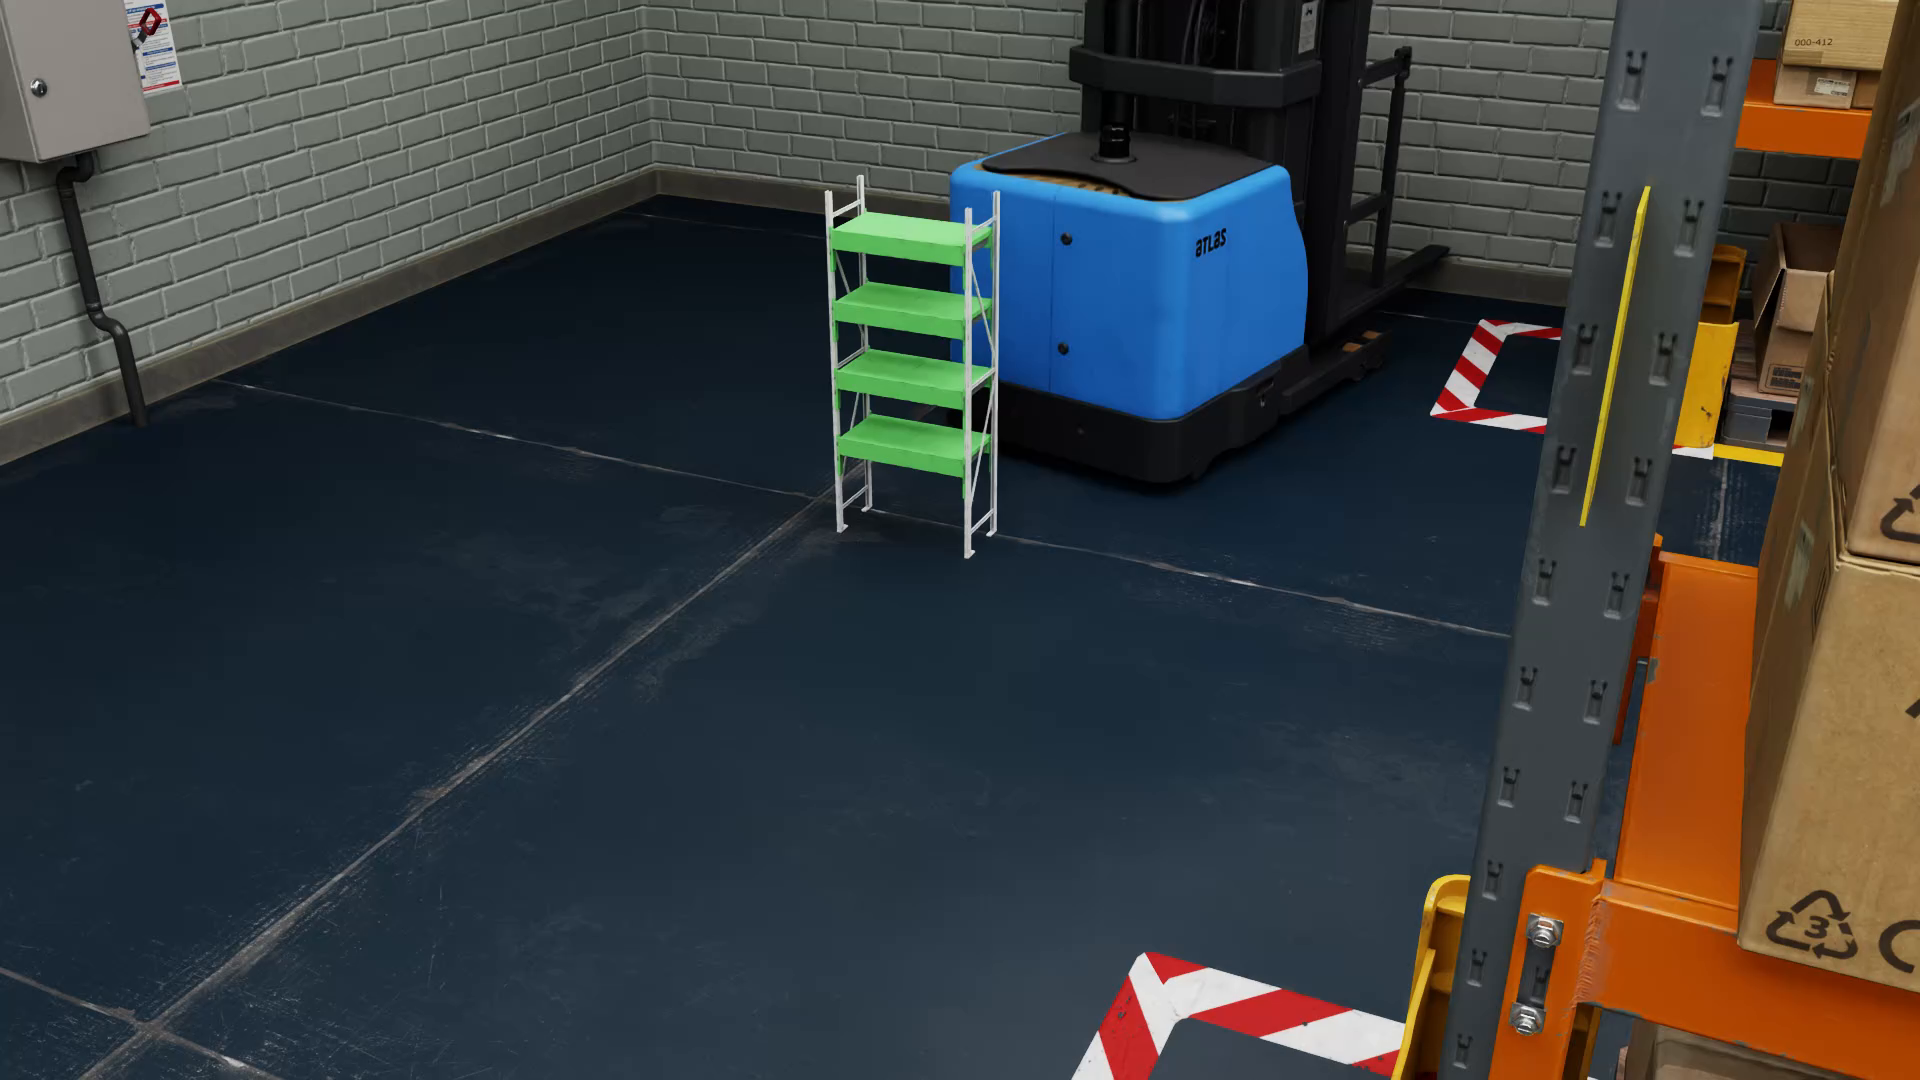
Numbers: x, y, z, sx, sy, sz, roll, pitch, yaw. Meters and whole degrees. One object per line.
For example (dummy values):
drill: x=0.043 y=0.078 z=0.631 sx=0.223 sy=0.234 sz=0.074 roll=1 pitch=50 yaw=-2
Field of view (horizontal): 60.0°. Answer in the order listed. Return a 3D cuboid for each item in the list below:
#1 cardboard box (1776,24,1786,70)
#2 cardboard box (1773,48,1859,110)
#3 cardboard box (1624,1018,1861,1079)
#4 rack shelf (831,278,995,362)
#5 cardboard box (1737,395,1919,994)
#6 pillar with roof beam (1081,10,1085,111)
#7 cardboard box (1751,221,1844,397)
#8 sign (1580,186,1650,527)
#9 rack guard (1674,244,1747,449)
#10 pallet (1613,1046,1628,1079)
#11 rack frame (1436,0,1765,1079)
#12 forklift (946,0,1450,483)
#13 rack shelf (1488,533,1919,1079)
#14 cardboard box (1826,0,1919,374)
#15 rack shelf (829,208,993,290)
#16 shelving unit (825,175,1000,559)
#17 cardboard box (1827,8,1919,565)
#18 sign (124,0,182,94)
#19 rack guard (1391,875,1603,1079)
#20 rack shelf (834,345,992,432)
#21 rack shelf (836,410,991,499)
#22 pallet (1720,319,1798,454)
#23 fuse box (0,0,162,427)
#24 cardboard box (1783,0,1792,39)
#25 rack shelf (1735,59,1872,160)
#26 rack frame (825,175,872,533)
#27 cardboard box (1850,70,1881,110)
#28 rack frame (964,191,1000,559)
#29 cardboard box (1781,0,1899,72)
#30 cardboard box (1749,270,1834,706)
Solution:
cardboard box: x=3.347 y=-1.907 z=6.512 sx=0.250 sy=0.149 sz=0.380 roll=11 pitch=28 yaw=21
cardboard box: x=3.120 y=-1.689 z=6.070 sx=0.250 sy=0.149 sz=0.380 roll=11 pitch=28 yaw=21
cardboard box: x=1.525 y=1.066 z=2.615 sx=0.875 sy=0.438 sz=0.875 roll=10 pitch=28 yaw=20
rack shelf: x=-0.151 y=-0.727 z=5.469 sx=0.480 sy=0.148 sz=0.258 roll=11 pitch=28 yaw=22
cardboard box: x=1.201 y=0.182 z=1.871 sx=0.500 sy=0.500 sz=0.500 roll=11 pitch=28 yaw=21
pillar with roof beam: x=-0.929 y=-3.788 z=3.257 sx=0.400 sy=9.000 sz=9.100 roll=11 pitch=28 yaw=22
cardboard box: x=3.452 y=-0.891 z=6.515 sx=0.637 sy=0.503 sz=0.797 roll=10 pitch=28 yaw=20
sign: x=0.648 y=-0.178 z=1.646 sx=0.005 sy=0.325 sz=0.100 roll=11 pitch=28 yaw=22
rack guard: x=3.003 y=-0.837 z=6.884 sx=0.348 sy=0.500 sz=1.175 roll=11 pitch=28 yaw=22
pallet: x=1.643 y=1.390 z=2.688 sx=1.213 sy=0.211 sz=1.003 roll=11 pitch=28 yaw=22
rack frame: x=0.884 y=0.023 z=2.308 sx=0.053 sy=2.616 sz=0.949 roll=11 pitch=28 yaw=22
forklift: x=1.231 y=-2.110 z=6.717 sx=1.130 sy=2.935 sz=3.031 roll=18 pitch=32 yaw=33
rack shelf: x=2.703 y=0.712 z=1.722 sx=4.000 sy=0.370 sz=1.077 roll=11 pitch=28 yaw=22
cardboard box: x=1.420 y=-0.477 z=2.078 sx=0.500 sy=0.500 sz=0.500 roll=12 pitch=29 yaw=23
rack shelf: x=-0.151 y=-0.942 z=5.363 sx=0.480 sy=0.148 sz=0.258 roll=11 pitch=28 yaw=22
shelving unit: x=-0.151 y=-0.569 z=5.546 sx=0.503 sy=1.200 sz=0.258 roll=11 pitch=28 yaw=22
cardboard box: x=1.202 y=-0.267 z=1.652 sx=0.500 sy=0.500 sz=0.500 roll=11 pitch=28 yaw=21
sign: x=-3.242 y=-2.009 z=6.543 sx=0.001 sy=0.494 sz=0.329 roll=11 pitch=28 yaw=22
rack guard: x=0.861 y=1.141 z=2.866 sx=0.348 sy=0.500 sz=1.175 roll=11 pitch=28 yaw=22
rack shelf: x=-0.151 y=-0.511 z=5.575 sx=0.480 sy=0.148 sz=0.258 roll=11 pitch=28 yaw=22
rack shelf: x=-0.151 y=-0.296 z=5.681 sx=0.480 sy=0.148 sz=0.258 roll=11 pitch=28 yaw=22
pallet: x=3.729 y=-0.562 z=6.653 sx=1.213 sy=0.211 sz=1.003 roll=11 pitch=28 yaw=22
fuse box: x=-3.257 y=-1.238 z=6.326 sx=0.414 sy=1.711 sz=0.539 roll=11 pitch=28 yaw=22
cardboard box: x=3.463 y=-2.061 z=6.374 sx=0.500 sy=0.250 sz=0.500 roll=12 pitch=29 yaw=23
rack shelf: x=4.755 y=-1.284 z=5.777 sx=4.000 sy=0.370 sz=1.077 roll=11 pitch=28 yaw=22
rack frame: x=-0.373 y=-0.613 z=5.637 sx=0.015 sy=1.200 sz=0.240 roll=11 pitch=28 yaw=22
cardboard box: x=3.370 y=-1.662 z=6.013 sx=0.250 sy=0.149 sz=0.380 roll=12 pitch=29 yaw=23
rack frame: x=0.071 y=-0.524 z=5.456 sx=0.015 sy=1.200 sz=0.240 roll=11 pitch=28 yaw=22
cardboard box: x=3.236 y=-1.847 z=5.939 sx=0.500 sy=0.250 sz=0.500 roll=12 pitch=28 yaw=22
cardboard box: x=1.431 y=-0.039 z=2.320 sx=0.500 sy=0.500 sz=0.500 roll=12 pitch=28 yaw=22
